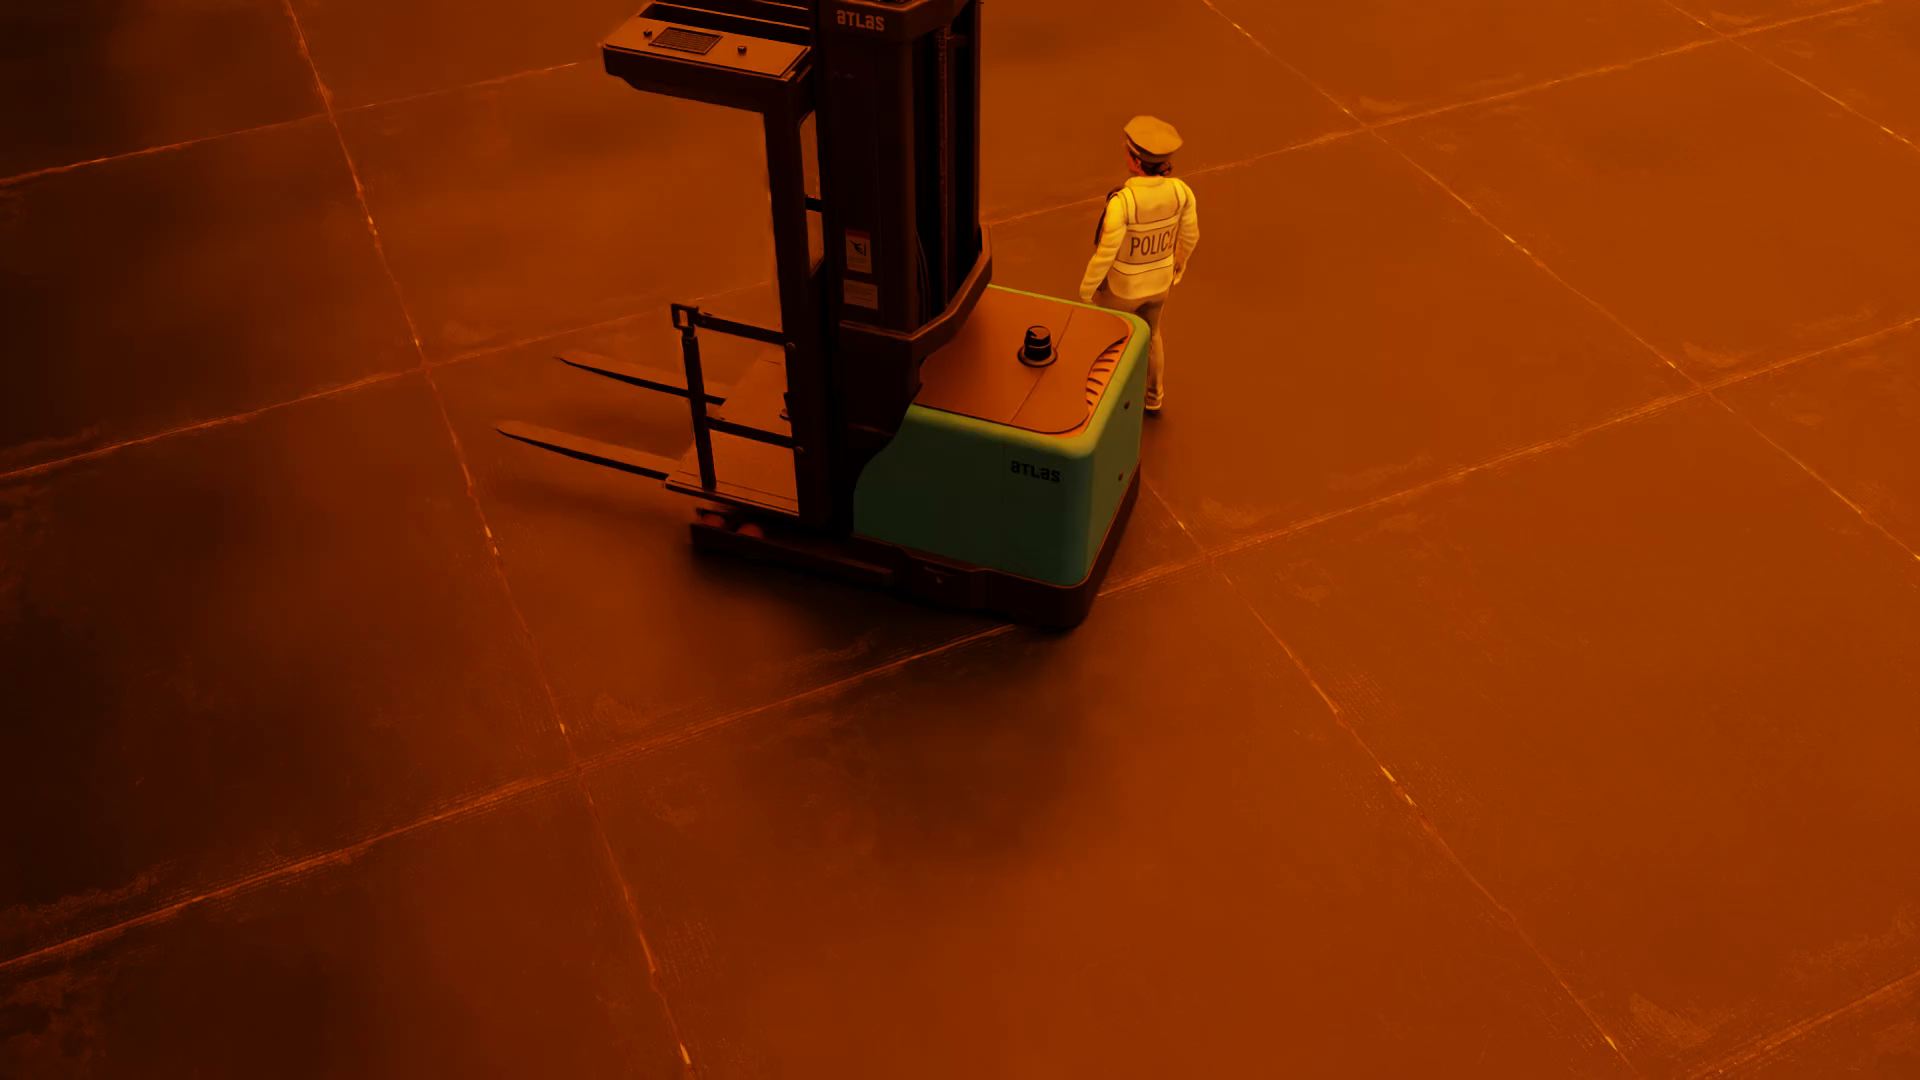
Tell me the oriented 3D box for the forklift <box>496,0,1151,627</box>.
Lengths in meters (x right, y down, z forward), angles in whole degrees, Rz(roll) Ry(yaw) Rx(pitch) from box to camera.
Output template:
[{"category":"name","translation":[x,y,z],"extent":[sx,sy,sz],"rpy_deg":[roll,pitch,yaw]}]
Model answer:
[{"category":"forklift","translation":[-0.721,-1.307,7.081],"extent":[3.031,2.935,1.130],"rpy_deg":[14,45,15]}]

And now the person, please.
[{"category":"person","translation":[0.818,-1.244,7.944],"extent":[0.644,1.685,0.415],"rpy_deg":[-20,47,-20]}]
